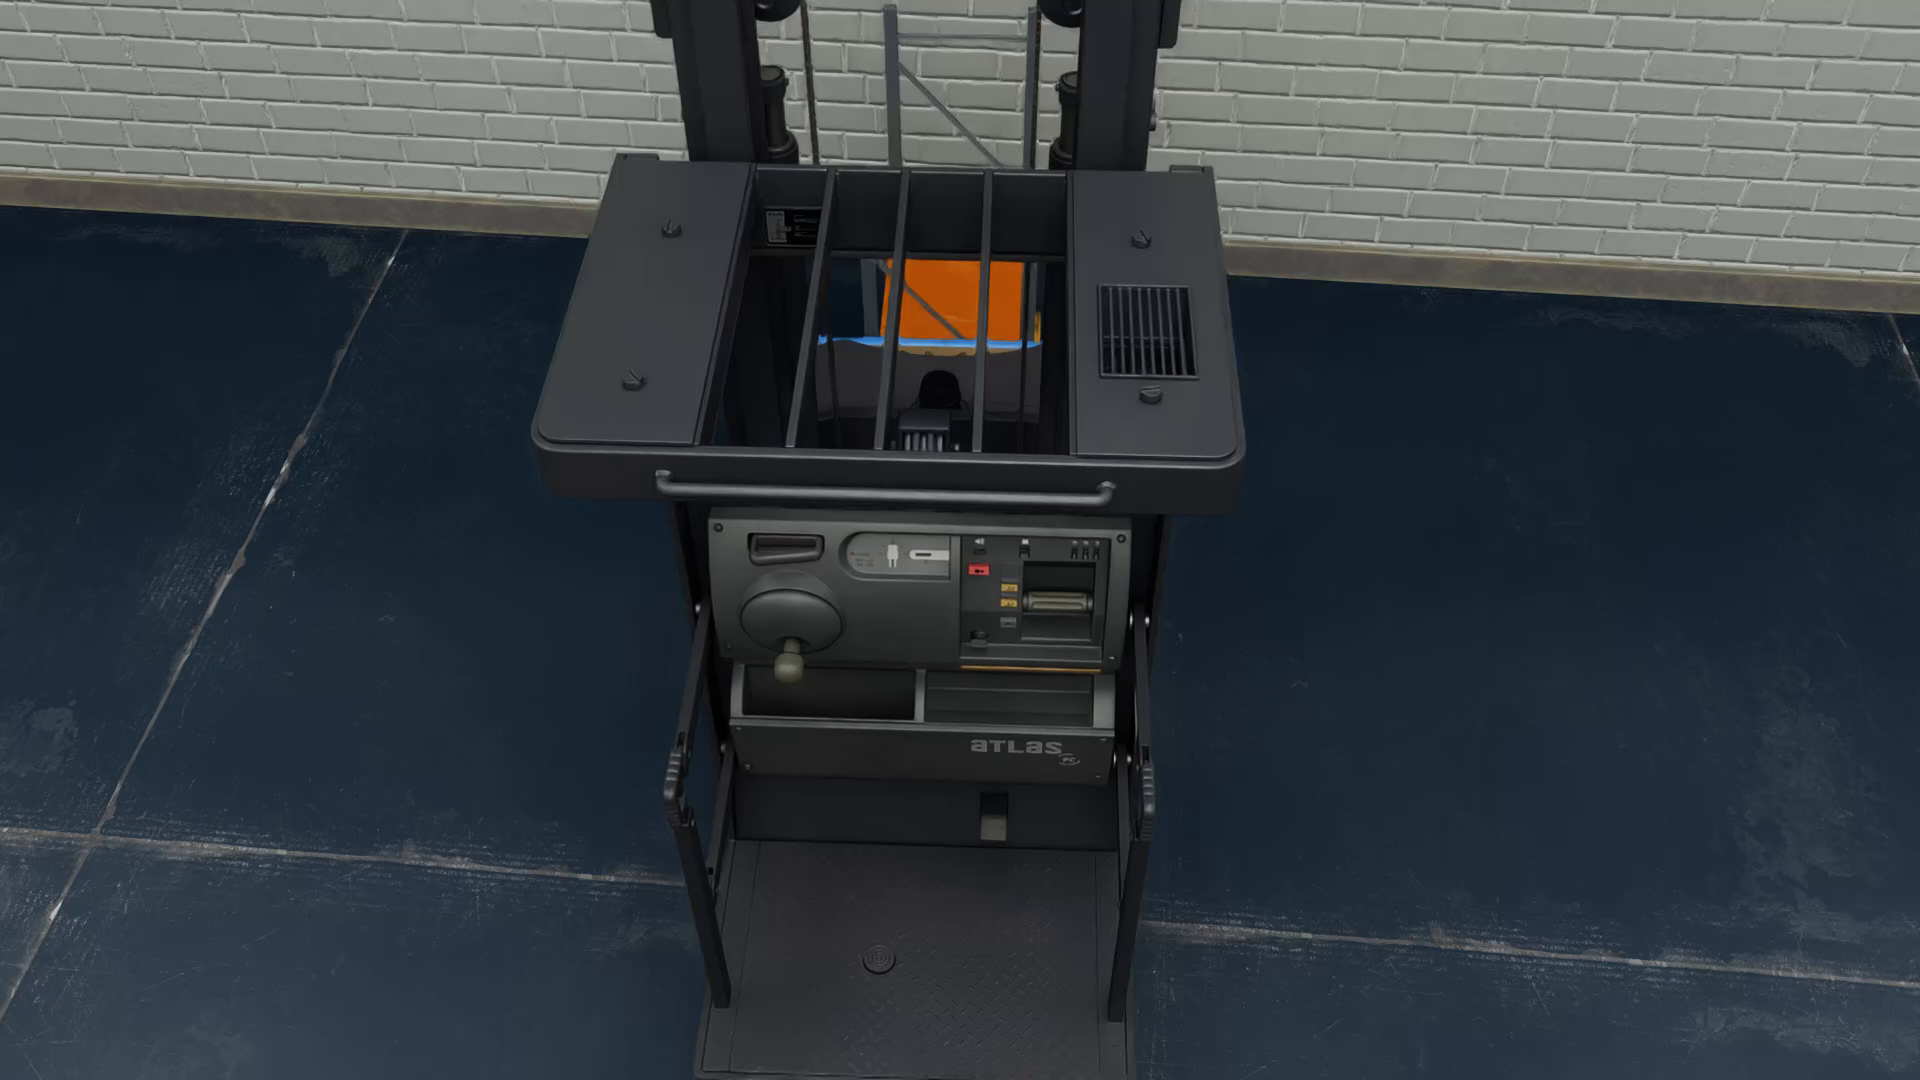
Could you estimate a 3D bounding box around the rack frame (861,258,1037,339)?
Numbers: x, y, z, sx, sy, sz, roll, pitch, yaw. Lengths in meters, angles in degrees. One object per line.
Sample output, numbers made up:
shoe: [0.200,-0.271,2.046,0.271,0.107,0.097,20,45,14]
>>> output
rack frame: [-0.030,-0.426,5.123,0.500,1.500,0.032,2,48,1]

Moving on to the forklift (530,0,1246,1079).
forklift: [-0.096,0.230,3.553,1.130,2.935,3.031,2,48,1]

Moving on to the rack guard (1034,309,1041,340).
rack guard: [0.007,-0.753,6.269,0.587,0.250,0.087,2,48,1]

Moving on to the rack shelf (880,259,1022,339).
rack shelf: [-0.011,-0.679,5.599,0.538,0.185,1.000,2,48,1]

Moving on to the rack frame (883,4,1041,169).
rack frame: [0.007,-1.175,5.809,0.500,1.500,0.032,2,48,1]

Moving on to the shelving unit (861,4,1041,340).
shelving unit: [-0.011,-0.807,5.472,0.587,1.500,1.083,2,48,1]
